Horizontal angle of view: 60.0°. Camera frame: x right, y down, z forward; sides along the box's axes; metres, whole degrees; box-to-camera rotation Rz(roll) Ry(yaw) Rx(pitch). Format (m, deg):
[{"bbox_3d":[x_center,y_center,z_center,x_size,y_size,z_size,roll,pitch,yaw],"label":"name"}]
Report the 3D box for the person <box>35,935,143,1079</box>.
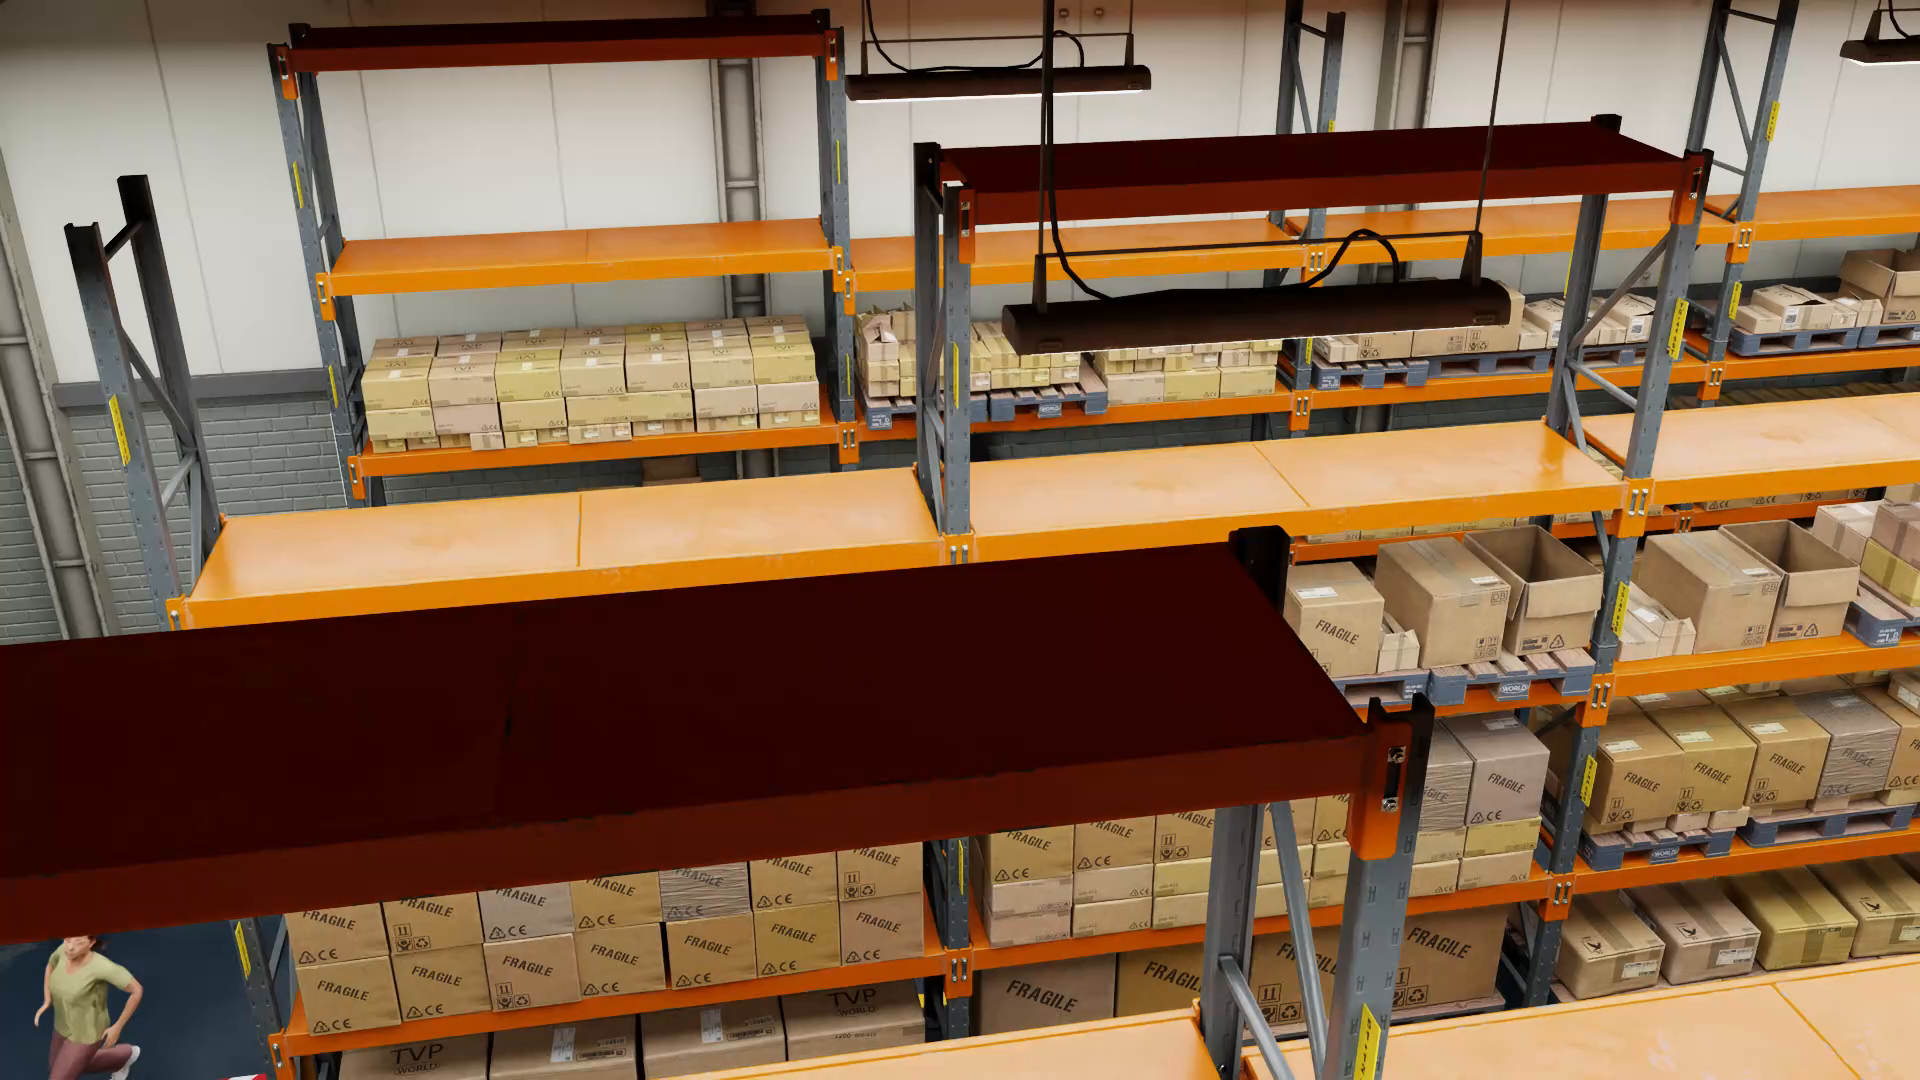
[{"bbox_3d":[-5.405,3.038,10.204,0.642,1.558,0.806,16,30,30],"label":"person"}]
